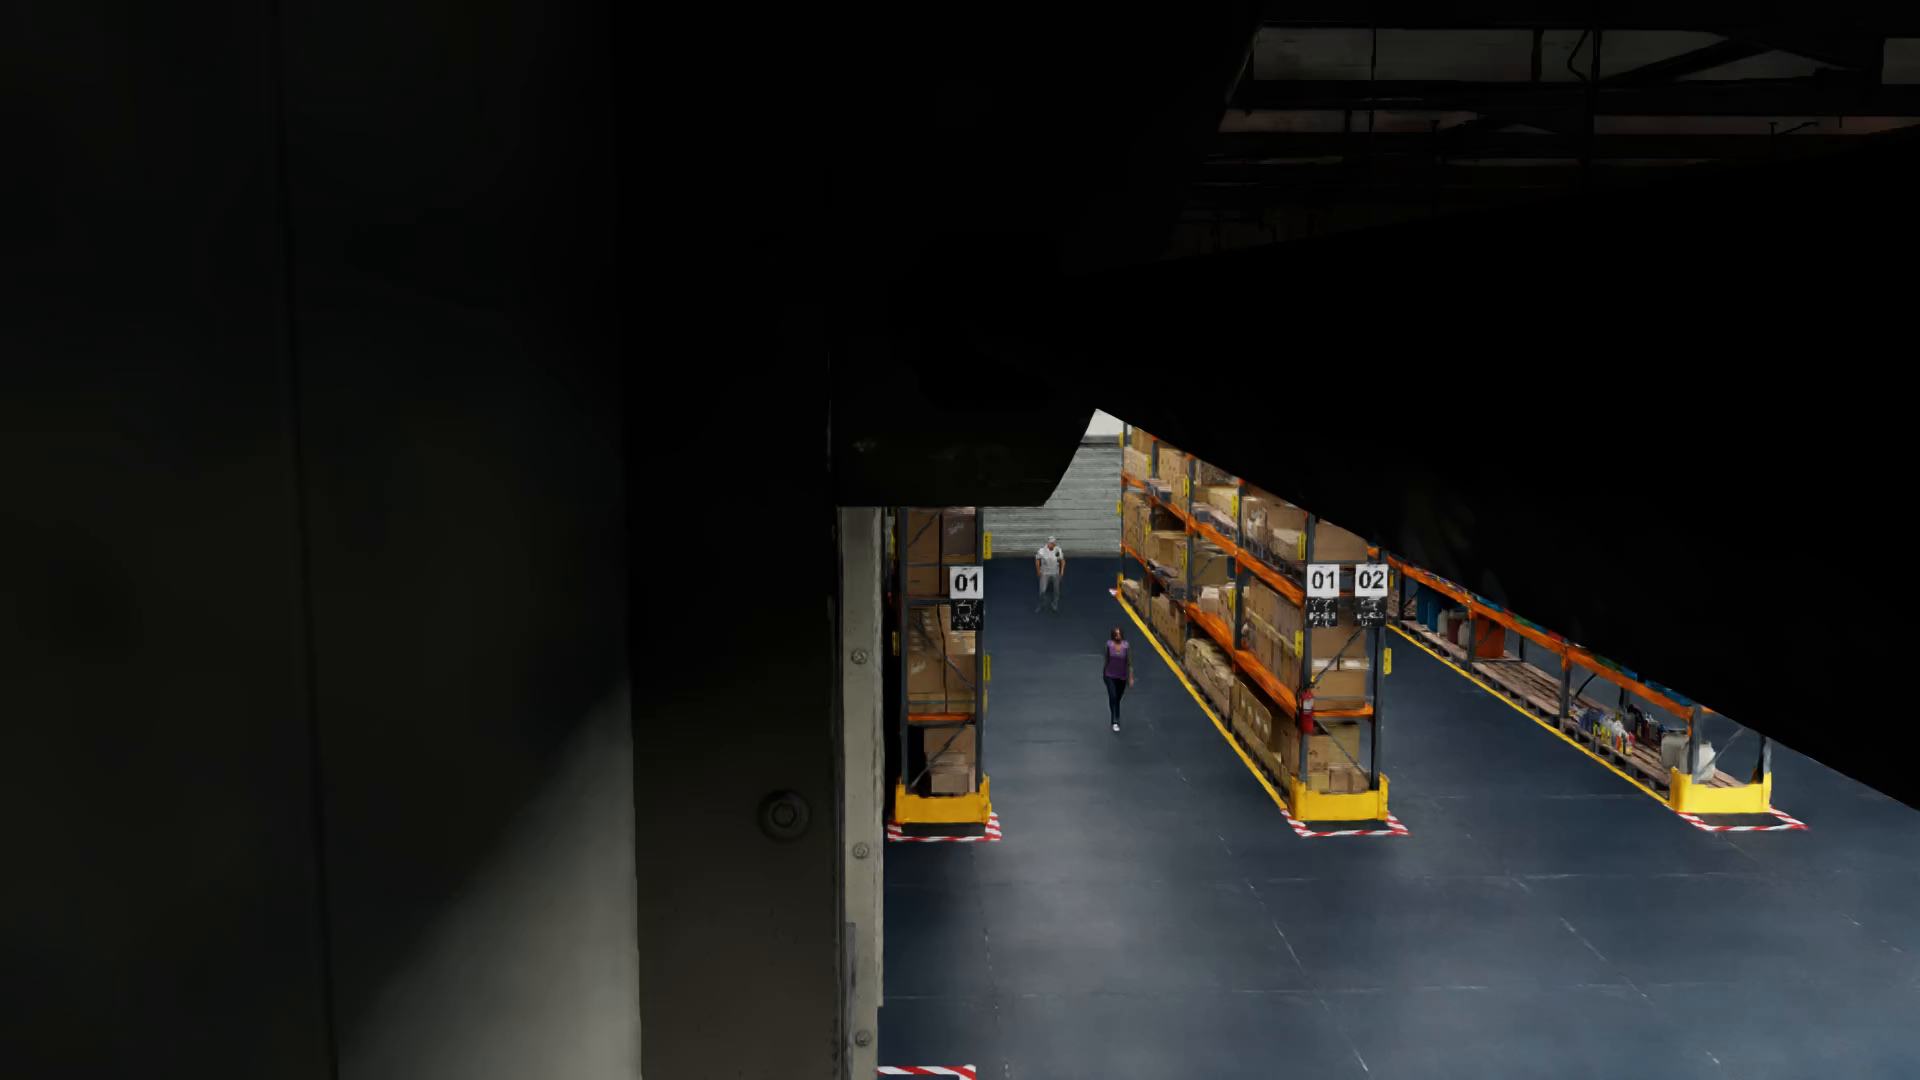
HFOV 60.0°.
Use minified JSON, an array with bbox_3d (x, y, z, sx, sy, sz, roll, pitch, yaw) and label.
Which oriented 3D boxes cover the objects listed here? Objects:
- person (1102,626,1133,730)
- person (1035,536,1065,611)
[{"bbox_3d":[2.388,2.051,25.110,0.430,1.524,0.949,-1,8,-4],"label":"person"},{"bbox_3d":[1.870,0.698,34.539,0.625,1.607,0.575,-1,8,-5],"label":"person"}]
